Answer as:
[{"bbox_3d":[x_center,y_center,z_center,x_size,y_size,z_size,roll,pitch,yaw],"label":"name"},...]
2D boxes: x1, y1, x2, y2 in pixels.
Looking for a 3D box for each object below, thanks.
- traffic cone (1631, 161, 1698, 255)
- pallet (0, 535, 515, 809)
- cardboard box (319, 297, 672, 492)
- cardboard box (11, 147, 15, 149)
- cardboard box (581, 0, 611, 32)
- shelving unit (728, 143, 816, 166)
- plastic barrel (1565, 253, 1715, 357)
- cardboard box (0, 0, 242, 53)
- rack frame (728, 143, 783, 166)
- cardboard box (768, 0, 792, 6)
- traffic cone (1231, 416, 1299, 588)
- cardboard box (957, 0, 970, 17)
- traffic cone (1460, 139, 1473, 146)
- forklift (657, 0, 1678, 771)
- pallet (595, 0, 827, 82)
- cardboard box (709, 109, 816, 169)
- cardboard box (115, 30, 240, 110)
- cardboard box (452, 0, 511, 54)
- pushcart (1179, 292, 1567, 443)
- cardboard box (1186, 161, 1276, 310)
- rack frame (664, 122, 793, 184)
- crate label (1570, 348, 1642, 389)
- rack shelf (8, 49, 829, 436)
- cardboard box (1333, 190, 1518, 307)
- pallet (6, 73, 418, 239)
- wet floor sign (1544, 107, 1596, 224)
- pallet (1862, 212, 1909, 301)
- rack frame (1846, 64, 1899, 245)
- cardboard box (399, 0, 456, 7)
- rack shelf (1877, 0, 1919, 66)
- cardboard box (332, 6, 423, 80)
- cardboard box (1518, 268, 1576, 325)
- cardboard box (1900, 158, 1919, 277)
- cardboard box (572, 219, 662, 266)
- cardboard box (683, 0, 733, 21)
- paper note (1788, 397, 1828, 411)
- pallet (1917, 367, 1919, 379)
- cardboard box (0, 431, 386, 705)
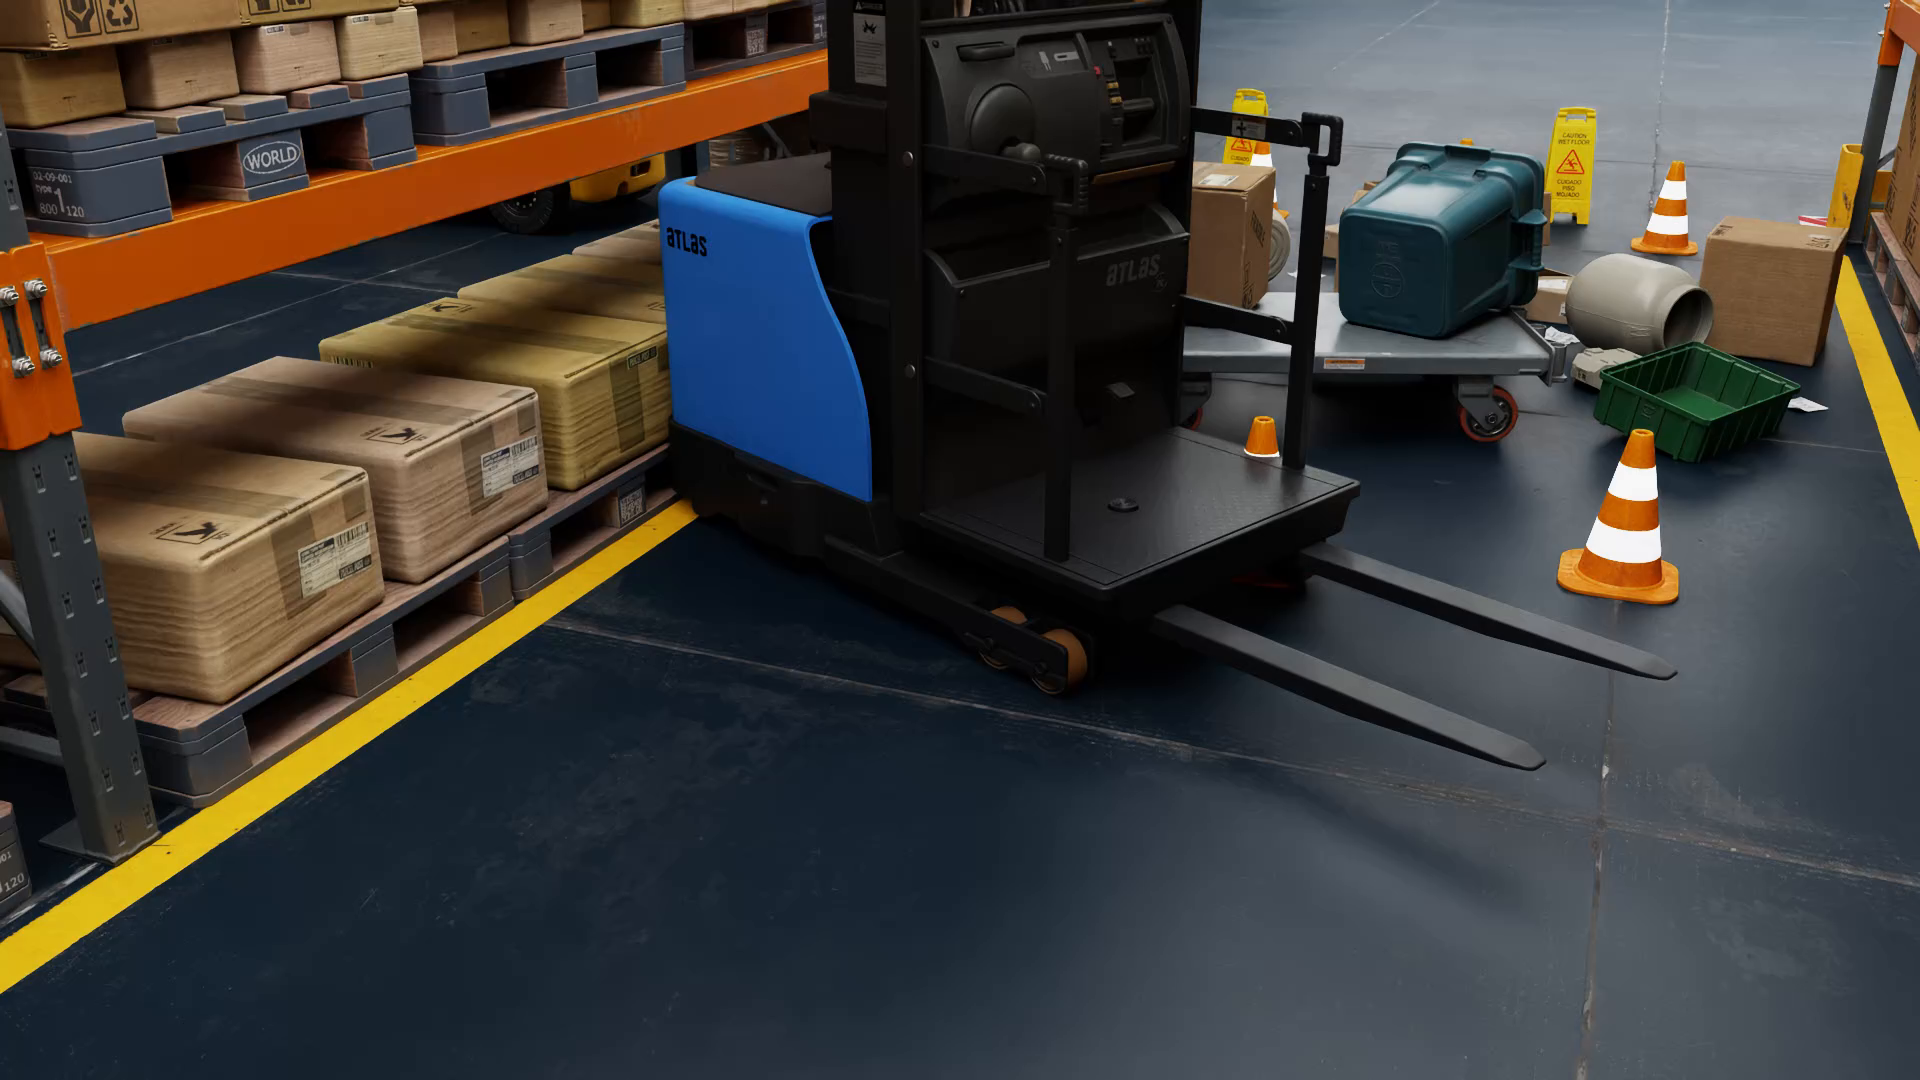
[{"bbox_3d":[3.839,-1.808,8.979,0.336,0.463,0.334,9,24,20],"label":"traffic cone"},{"bbox_3d":[-1.959,0.232,4.421,1.003,0.211,1.213,9,24,20],"label":"pallet"},{"bbox_3d":[-1.478,-0.493,5.403,0.950,0.372,0.625,10,25,22],"label":"cardboard box"},{"bbox_3d":[-4.908,-2.201,9.001,0.500,0.250,0.500,9,24,20],"label":"cardboard box"},{"bbox_3d":[-1.285,-1.618,5.014,0.380,0.149,0.250,8,24,18],"label":"cardboard box"},{"bbox_3d":[-0.661,-0.823,5.748,0.215,1.050,0.252,7,11,21],"label":"shelving unit"},{"bbox_3d":[2.866,-0.971,7.026,0.421,0.421,0.512,-12,25,-26],"label":"plastic barrel"},{"bbox_3d":[-1.869,-1.280,3.363,0.500,0.500,0.500,8,24,19],"label":"cardboard box"},{"bbox_3d":[-0.707,-0.805,5.637,0.200,1.050,0.008,7,11,21],"label":"rack frame"},{"bbox_3d":[-0.814,-1.969,5.854,0.380,0.149,0.250,8,24,18],"label":"cardboard box"},{"bbox_3d":[0.895,-0.145,4.997,0.336,0.463,0.334,9,24,20],"label":"traffic cone"},{"bbox_3d":[-0.110,-2.438,7.522,0.380,0.149,0.250,10,25,22],"label":"cardboard box"},{"bbox_3d":[2.916,-2.092,9.658,0.336,0.463,0.334,9,24,20],"label":"traffic cone"},{"bbox_3d":[0.424,-1.177,4.264,1.130,2.935,3.031,-20,30,-39],"label":"forklift"},{"bbox_3d":[-1.184,-1.866,6.073,1.003,0.211,1.213,9,24,20],"label":"pallet"},{"bbox_3d":[-0.794,-1.728,7.545,0.500,0.500,0.500,8,24,19],"label":"cardboard box"},{"bbox_3d":[-1.821,-1.039,3.627,0.380,0.149,0.250,7,24,17],"label":"cardboard box"},{"bbox_3d":[-1.469,-1.430,4.563,0.380,0.149,0.250,10,25,22],"label":"cardboard box"},{"bbox_3d":[1.371,-0.688,6.408,1.648,0.377,0.936,1,23,2],"label":"pushcart"},{"bbox_3d":[0.899,-1.159,6.393,0.500,0.500,0.500,9,24,20],"label":"cardboard box"},{"bbox_3d":[-0.765,-2.207,6.641,1.000,3.000,0.127,9,24,20],"label":"rack frame"},{"bbox_3d":[2.629,-0.682,6.705,0.298,0.136,0.250,-7,24,-17],"label":"crate label"},{"bbox_3d":[-1.508,-1.159,5.067,1.077,0.370,4.000,9,24,20],"label":"rack shelf"},{"bbox_3d":[2.079,-1.222,7.347,0.797,0.637,0.503,9,24,20],"label":"cardboard box"},{"bbox_3d":[-2.085,-0.957,3.899,1.213,0.211,1.003,9,24,20],"label":"pallet"},{"bbox_3d":[3.527,-2.173,9.615,0.267,0.644,0.232,5,23,11],"label":"wet floor sign"},{"bbox_3d":[5.130,-1.382,8.284,1.003,0.211,1.213,9,24,20],"label":"pallet"},{"bbox_3d":[5.354,-2.966,8.458,1.000,3.000,0.127,9,24,20],"label":"rack frame"},{"bbox_3d":[-1.490,-1.659,4.269,0.500,0.500,0.500,9,24,21],"label":"cardboard box"},{"bbox_3d":[4.612,-1.918,6.883,1.077,0.370,4.000,9,24,20],"label":"rack shelf"},{"bbox_3d":[-1.555,-1.226,4.075,0.380,0.149,0.250,9,24,20],"label":"cardboard box"},{"bbox_3d":[2.797,-1.151,7.662,0.396,0.266,0.258,13,26,29],"label":"cardboard box"},{"bbox_3d":[4.839,-1.612,7.429,0.875,0.875,0.875,8,24,19],"label":"cardboard box"},{"bbox_3d":[-0.957,-1.000,6.617,0.950,0.372,0.625,9,24,21],"label":"cardboard box"},{"bbox_3d":[-0.968,-1.780,5.401,0.380,0.149,0.250,9,24,20],"label":"cardboard box"},{"bbox_3d":[3.278,-0.535,6.490,0.147,0.020,0.142,-7,24,-17],"label":"paper note"},{"bbox_3d":[4.224,-0.508,6.193,1.003,0.211,1.213,9,24,20],"label":"pallet"},{"bbox_3d":[-2.031,0.043,4.121,0.950,0.372,0.625,7,24,16],"label":"cardboard box"}]
